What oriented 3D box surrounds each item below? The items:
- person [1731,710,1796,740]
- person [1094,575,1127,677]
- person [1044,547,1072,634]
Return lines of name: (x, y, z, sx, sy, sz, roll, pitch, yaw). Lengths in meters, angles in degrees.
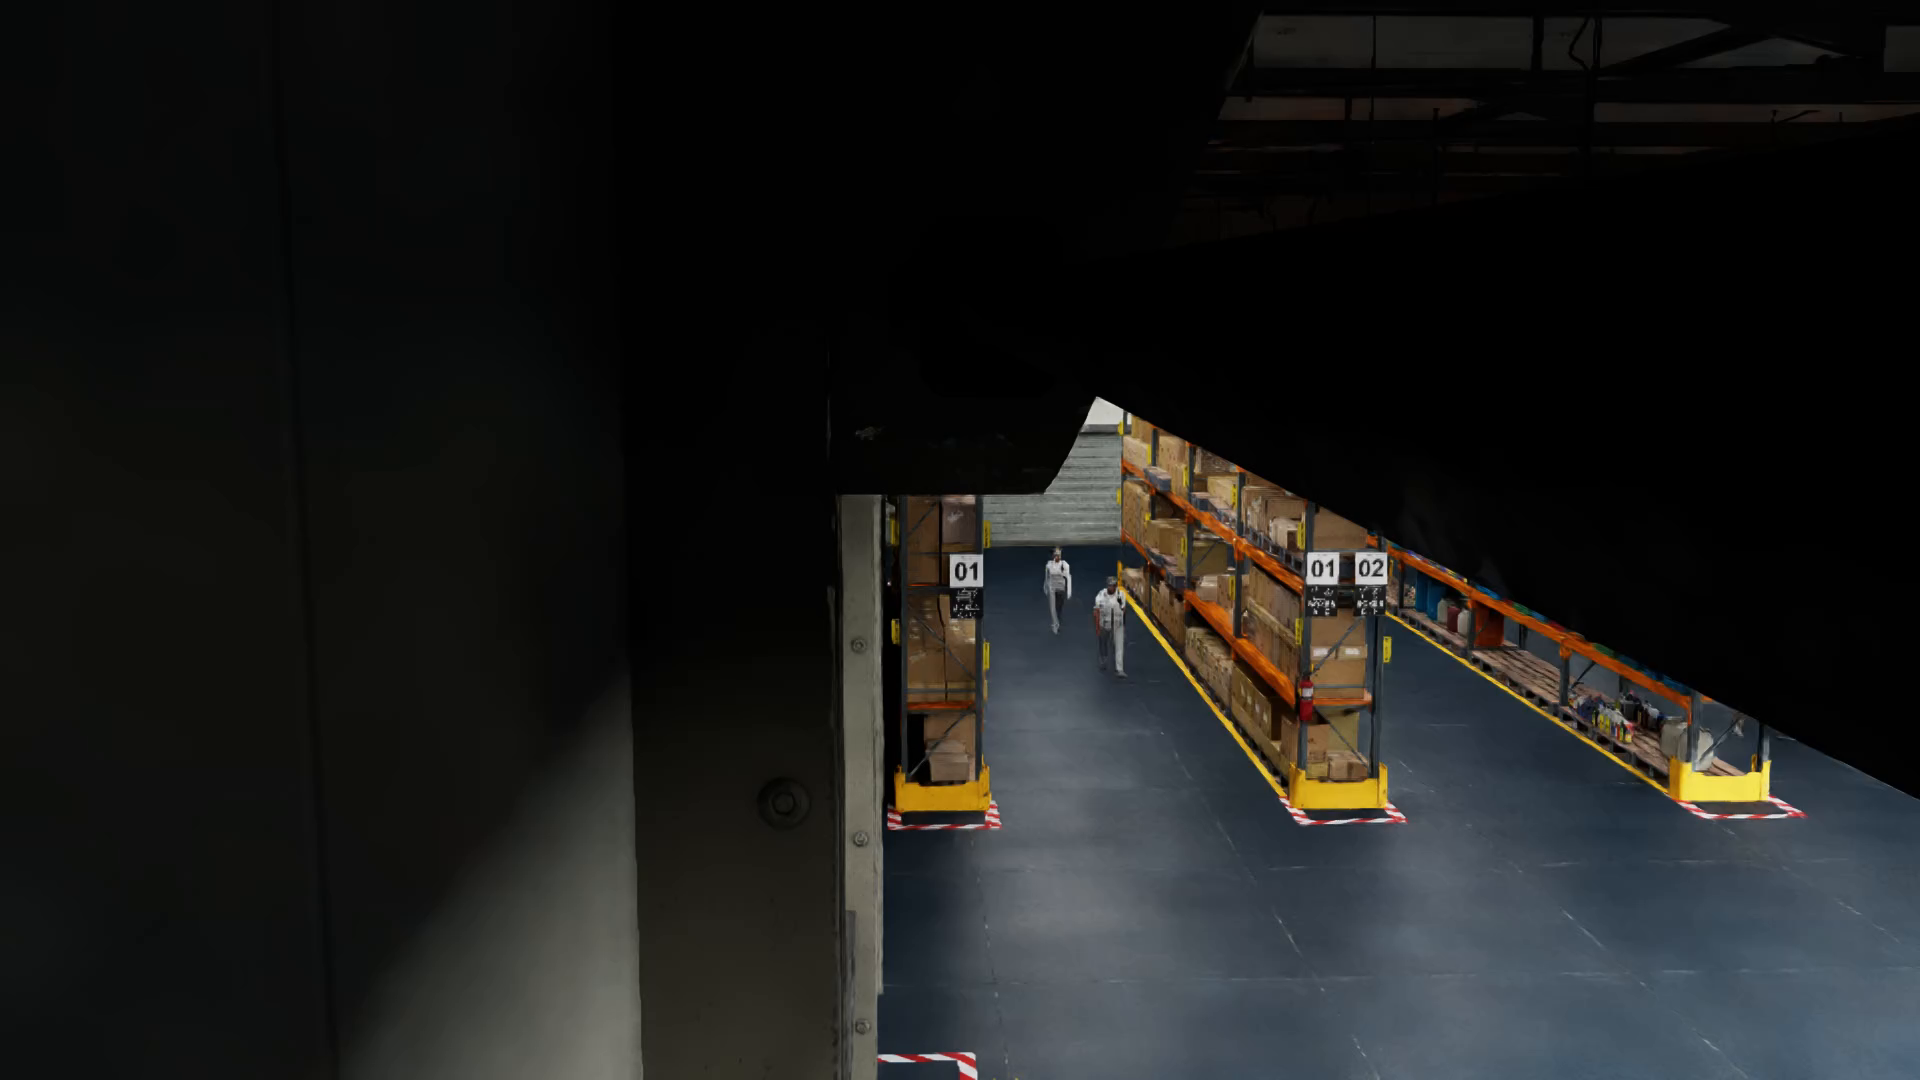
person: (11.512, 2.016, 23.740, 0.706, 1.664, 0.827, -3, 9, -21)
person: (2.509, 1.400, 27.778, 0.542, 1.675, 1.126, 0, 8, 0)
person: (1.846, 0.915, 31.284, 0.500, 1.625, 0.998, -1, 8, -3)
